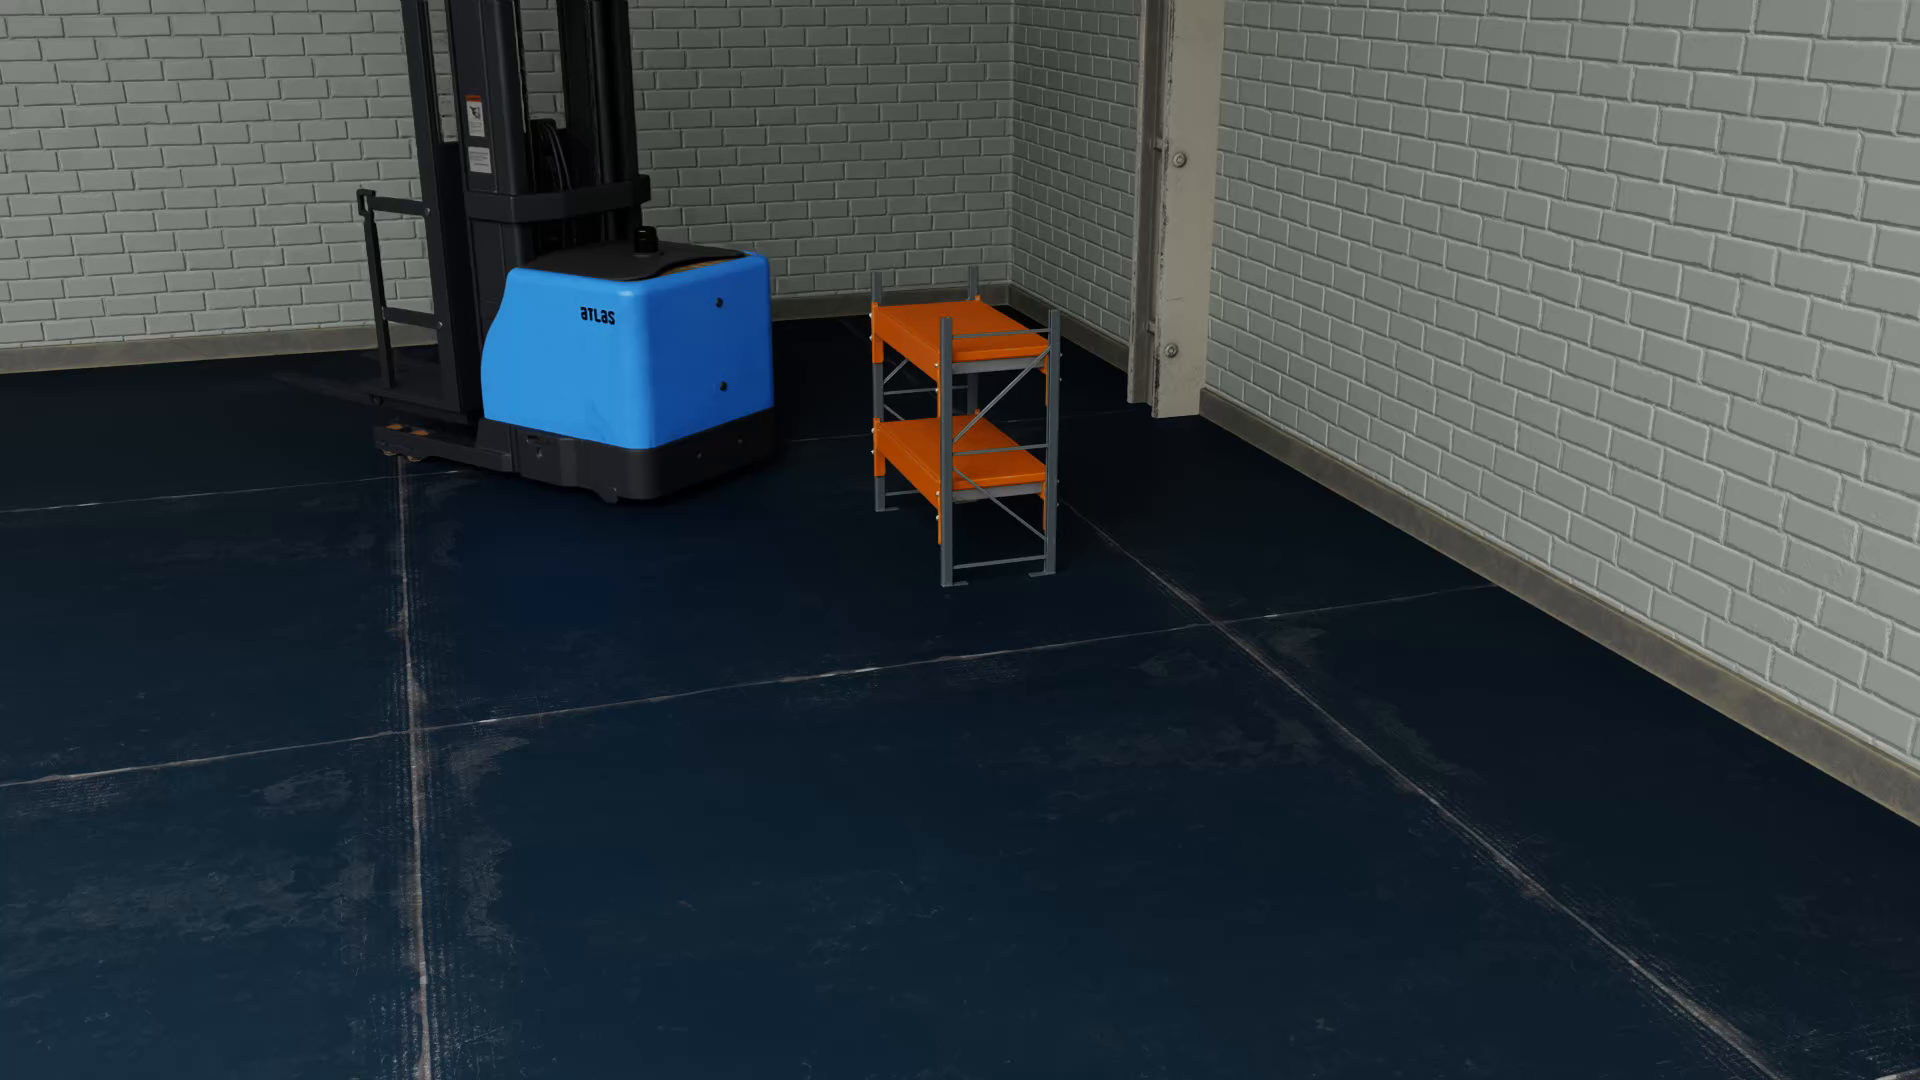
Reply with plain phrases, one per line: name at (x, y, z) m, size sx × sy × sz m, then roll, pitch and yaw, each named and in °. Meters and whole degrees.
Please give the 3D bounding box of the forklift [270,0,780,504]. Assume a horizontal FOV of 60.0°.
forklift at (-2.432, -1.912, 8.403) m, size 3.031 × 2.935 × 1.130 m, roll 12°, pitch 23°, yaw 31°

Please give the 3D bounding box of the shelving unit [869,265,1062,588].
shelving unit at (0.002, -0.527, 7.220) m, size 0.538 × 1.125 × 1.048 m, roll -6°, pitch 21°, yaw -17°

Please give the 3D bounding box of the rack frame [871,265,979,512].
rack frame at (-0.158, -0.690, 7.674) m, size 0.500 × 1.125 × 0.032 m, roll -6°, pitch 21°, yaw -17°

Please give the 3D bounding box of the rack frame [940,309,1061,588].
rack frame at (0.162, -0.364, 6.766) m, size 0.500 × 1.125 × 0.032 m, roll -6°, pitch 21°, yaw -17°

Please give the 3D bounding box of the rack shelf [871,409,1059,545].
rack shelf at (0.002, -0.297, 7.303) m, size 0.538 × 0.278 × 1.000 m, roll -6°, pitch 21°, yaw -17°

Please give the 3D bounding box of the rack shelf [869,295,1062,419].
rack shelf at (0.002, -0.803, 7.121) m, size 0.538 × 0.278 × 1.000 m, roll -6°, pitch 21°, yaw -17°

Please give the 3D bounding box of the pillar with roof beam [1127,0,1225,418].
pillar with roof beam at (-2.910, -4.539, 6.742) m, size 9.100 × 9.000 × 0.400 m, roll -6°, pitch 21°, yaw -17°
